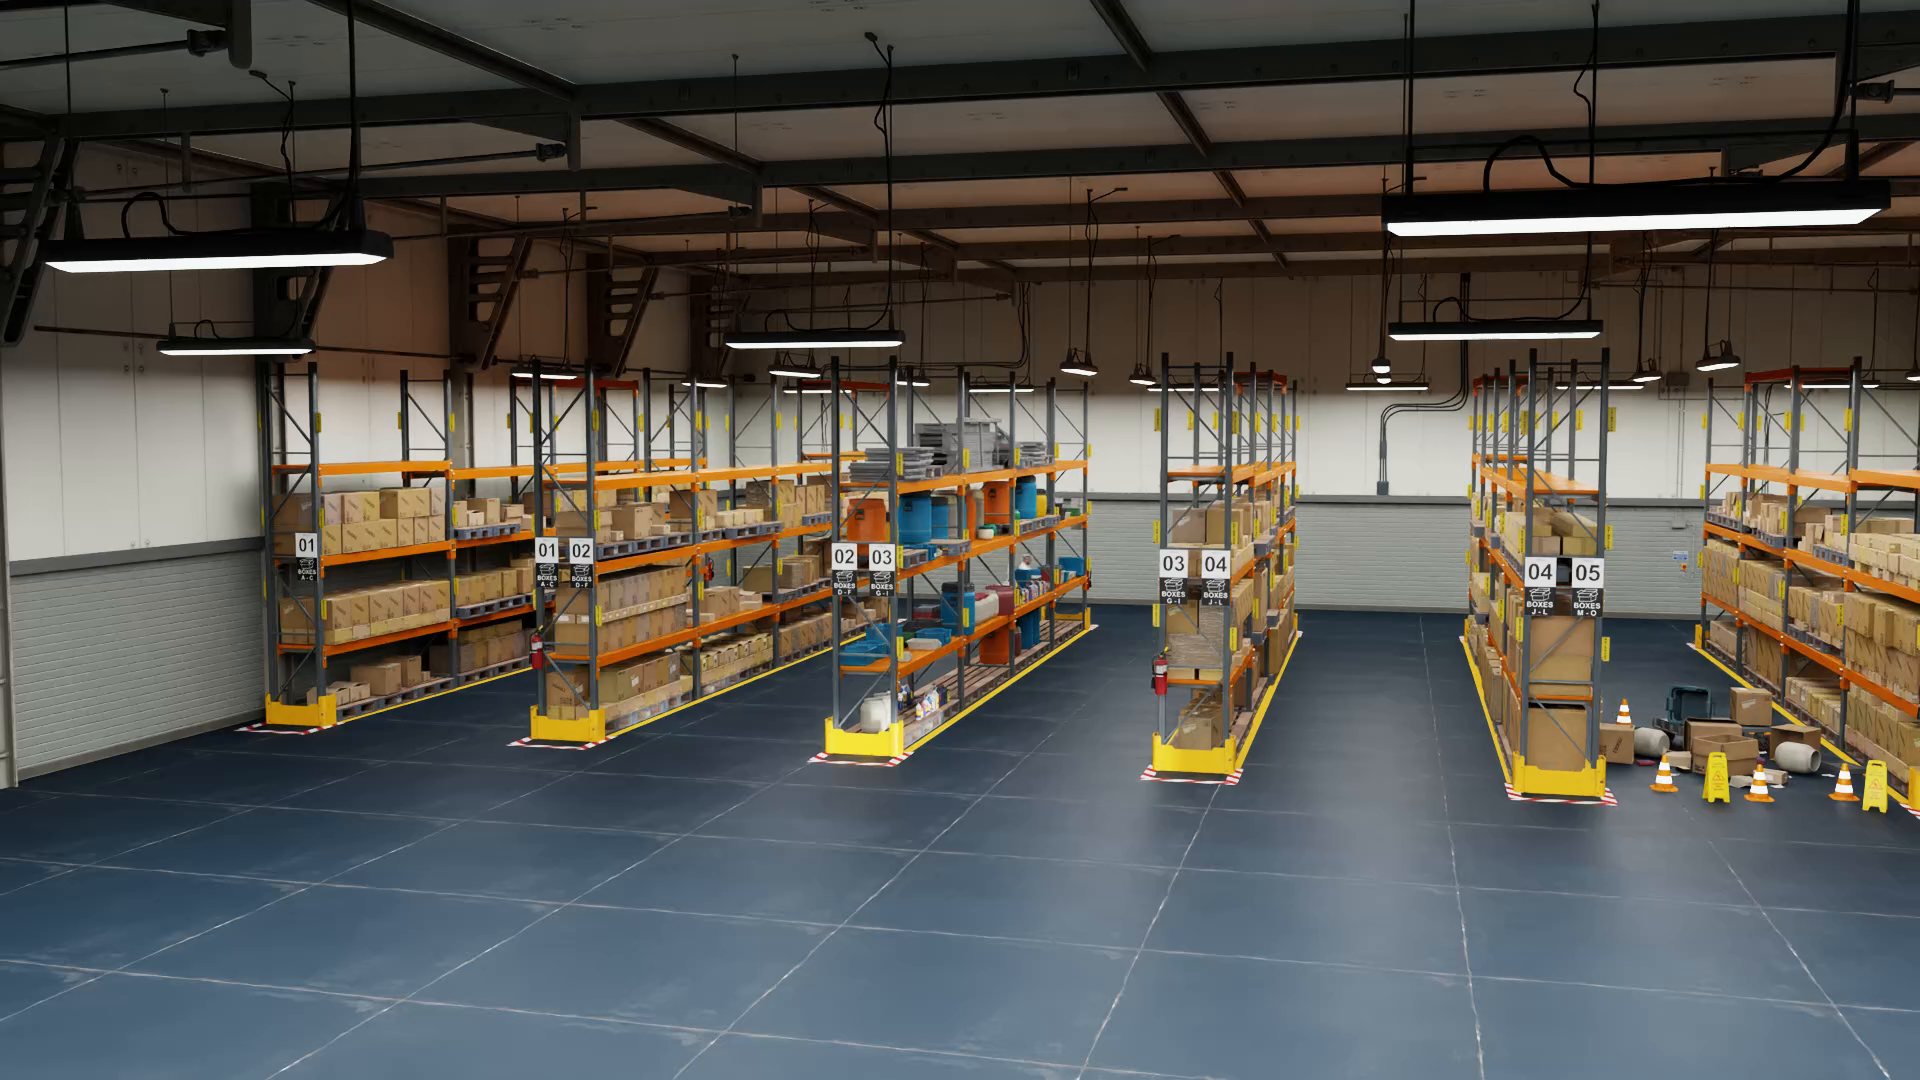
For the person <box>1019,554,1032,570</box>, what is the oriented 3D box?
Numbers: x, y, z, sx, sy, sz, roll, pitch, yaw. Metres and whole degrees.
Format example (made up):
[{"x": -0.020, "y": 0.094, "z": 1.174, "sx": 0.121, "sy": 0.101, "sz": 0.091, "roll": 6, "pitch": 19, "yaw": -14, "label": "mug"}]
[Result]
[{"x": 1.606, "y": 1.200, "z": 41.674, "sx": 0.713, "sy": 1.730, "sz": 0.623, "roll": 0, "pitch": 4, "yaw": -4, "label": "person"}]
